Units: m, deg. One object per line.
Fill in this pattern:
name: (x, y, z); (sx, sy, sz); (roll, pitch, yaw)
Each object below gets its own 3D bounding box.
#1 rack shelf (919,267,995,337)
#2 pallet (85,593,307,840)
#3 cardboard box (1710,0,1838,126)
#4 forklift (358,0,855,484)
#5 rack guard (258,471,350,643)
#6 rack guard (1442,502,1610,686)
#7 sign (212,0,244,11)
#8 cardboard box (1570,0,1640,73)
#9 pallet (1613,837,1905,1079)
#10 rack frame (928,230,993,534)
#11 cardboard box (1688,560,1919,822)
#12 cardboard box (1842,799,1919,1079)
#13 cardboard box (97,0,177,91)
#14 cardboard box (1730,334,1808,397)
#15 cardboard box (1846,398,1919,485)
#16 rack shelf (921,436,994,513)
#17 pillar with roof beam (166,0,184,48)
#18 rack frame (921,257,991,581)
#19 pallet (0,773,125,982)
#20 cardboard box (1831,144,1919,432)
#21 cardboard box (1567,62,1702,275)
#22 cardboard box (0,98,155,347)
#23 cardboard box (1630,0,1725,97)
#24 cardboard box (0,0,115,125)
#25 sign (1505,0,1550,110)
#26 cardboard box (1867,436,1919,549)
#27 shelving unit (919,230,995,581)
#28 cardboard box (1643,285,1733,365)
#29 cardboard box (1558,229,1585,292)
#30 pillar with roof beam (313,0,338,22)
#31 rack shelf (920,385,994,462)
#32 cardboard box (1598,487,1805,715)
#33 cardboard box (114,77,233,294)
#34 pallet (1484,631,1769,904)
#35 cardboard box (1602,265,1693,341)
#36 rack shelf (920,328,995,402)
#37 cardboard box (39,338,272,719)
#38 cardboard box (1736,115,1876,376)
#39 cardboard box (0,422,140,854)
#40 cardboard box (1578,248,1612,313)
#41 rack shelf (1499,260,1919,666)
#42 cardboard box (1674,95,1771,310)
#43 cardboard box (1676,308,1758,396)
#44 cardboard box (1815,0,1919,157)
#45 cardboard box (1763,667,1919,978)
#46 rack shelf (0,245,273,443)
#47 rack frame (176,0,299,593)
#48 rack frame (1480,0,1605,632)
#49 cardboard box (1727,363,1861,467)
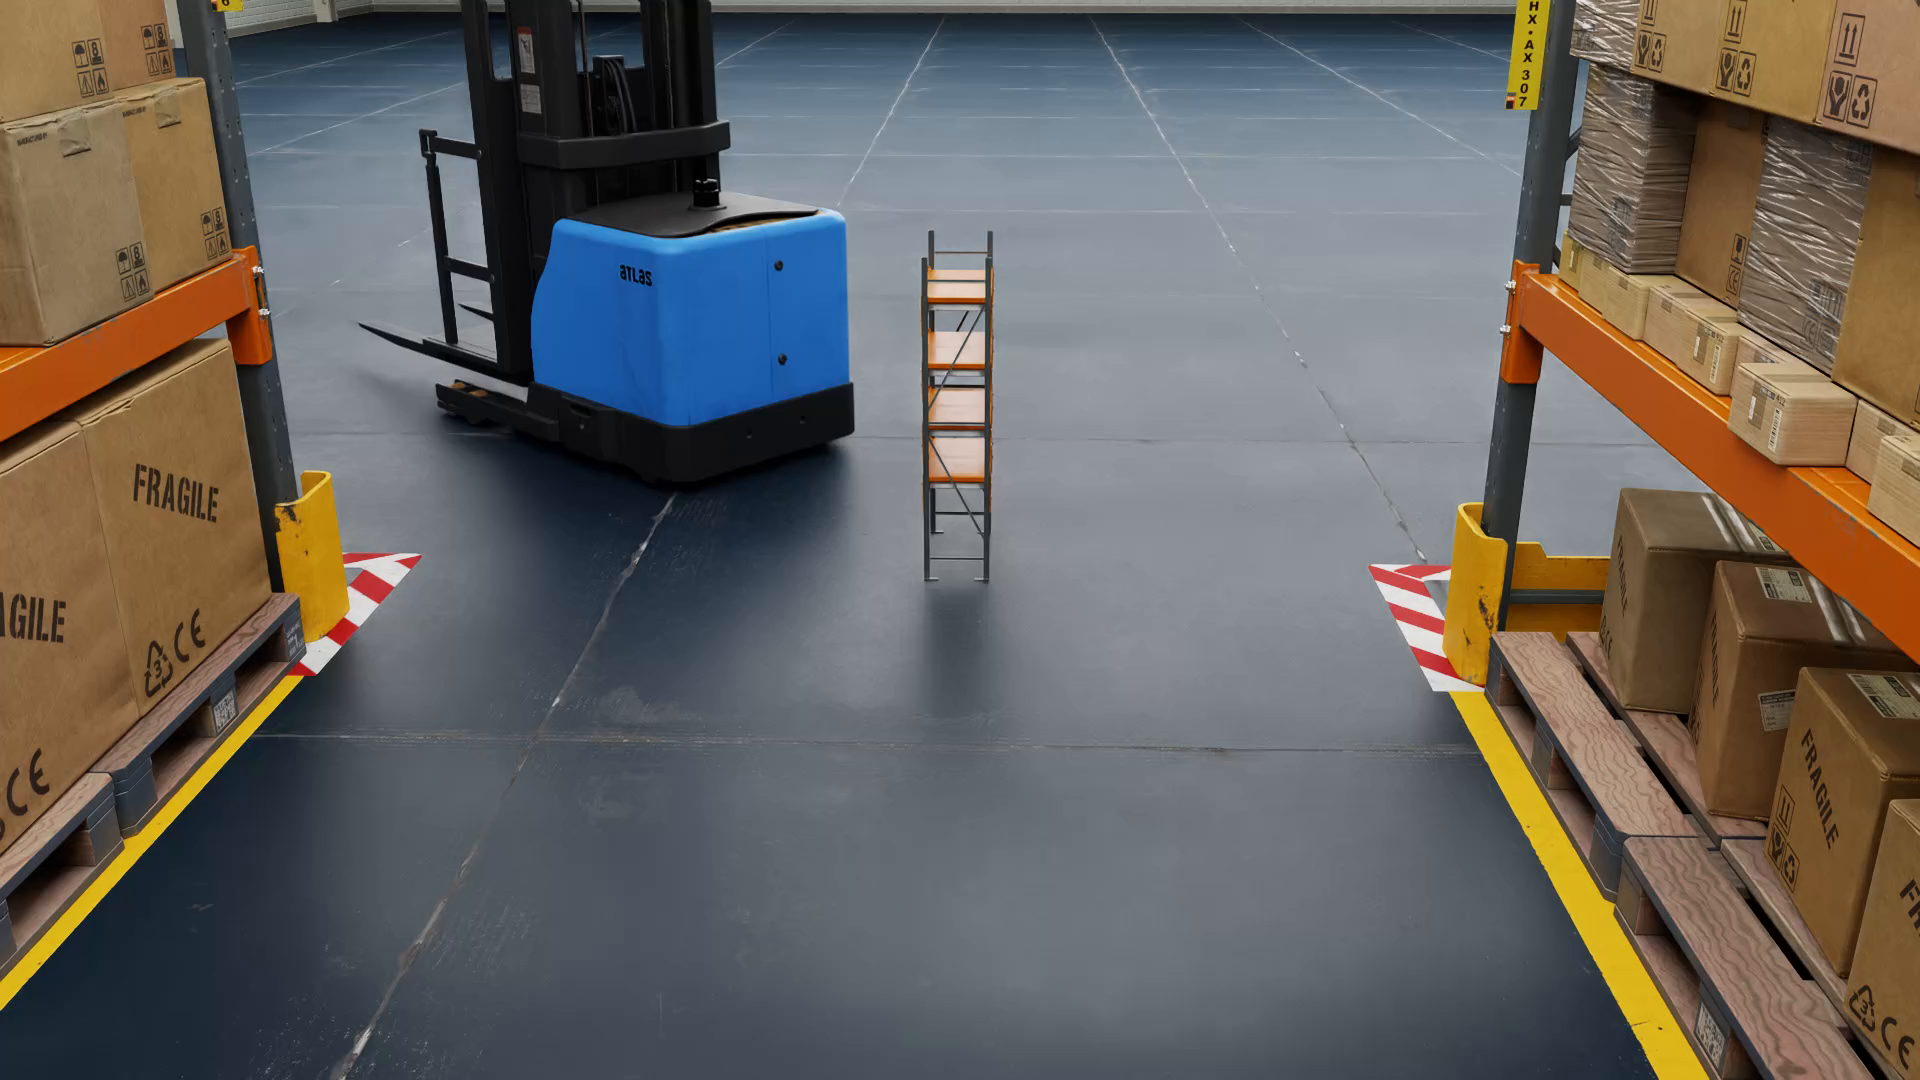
rack shelf: (-0.005, -0.866, 6.015); (0.258, 0.148, 0.480); (1, 21, 2)
pallet: (-2.696, 0.484, 4.991); (1.003, 0.211, 1.213); (1, 21, 2)
cardboard box: (1.880, -1.109, 3.310); (0.500, 0.500, 0.500); (1, 21, 2)
forklift: (-1.900, -2.038, 7.729); (3.031, 2.935, 1.130); (19, 28, 40)
rack guard: (-2.749, 0.050, 5.708); (1.175, 0.500, 0.348); (1, 21, 2)
rack guard: (2.202, 0.178, 5.380); (1.175, 0.500, 0.348); (1, 21, 2)
sign: (-2.208, -1.746, 4.953); (0.100, 0.325, 0.005); (1, 21, 2)
cardboard box: (1.916, -1.471, 4.241); (0.500, 0.500, 0.500); (1, 21, 2)
pallet: (2.102, 1.046, 3.543); (1.003, 0.211, 1.213); (1, 21, 2)
rack frame: (0.002, -0.588, 6.385); (0.240, 1.200, 0.015); (1, 21, 2)
cardboard box: (2.185, 0.396, 4.236); (0.500, 0.500, 0.500); (6, 22, 16)
cardboard box: (2.085, 0.824, 3.134); (0.500, 0.500, 0.500); (-1, 21, -3)
cardboard box: (-2.800, -1.546, 4.667); (0.875, 0.550, 0.550); (1, 21, 2)
cardboard box: (1.926, -0.346, 3.621); (0.380, 0.149, 0.250); (1, 21, 2)
cardboard box: (1.940, -0.165, 3.154); (0.380, 0.149, 0.250); (1, 21, 2)
rack shelf: (-0.005, -0.252, 6.254); (0.258, 0.148, 0.480); (1, 21, 2)
pillar with roof beam: (-8.551, -12.363, 25.951); (9.100, 9.000, 0.400); (1, 21, 2)
rack frame: (-0.012, -0.411, 5.930); (0.240, 1.200, 0.015); (1, 21, 2)
pallet: (-2.736, 0.924, 3.857); (1.003, 0.211, 1.213); (1, 21, 2)
cardboard box: (2.180, -0.459, 3.016); (0.875, 0.500, 0.500); (1, 21, 2)
cardboard box: (2.161, -1.002, 4.415); (0.875, 0.500, 0.500); (1, 21, 2)
cardboard box: (-2.711, -0.843, 4.346); (0.875, 0.550, 0.550); (1, 21, 2)
cardboard box: (1.893, -1.290, 3.776); (0.500, 0.500, 0.500); (1, 21, 2)
cardboard box: (-2.724, -1.346, 4.151); (0.875, 0.550, 0.550); (1, 21, 2)
sign: (1.662, -1.425, 4.858); (0.100, 0.325, 0.005); (1, 21, 2)
cardboard box: (1.856, -0.075, 2.923); (0.380, 0.149, 0.250); (1, 21, 2)
shelving unit: (-0.005, -0.500, 6.158); (0.258, 1.200, 0.503); (1, 21, 2)
cardboard box: (1.922, -0.527, 4.087); (0.380, 0.149, 0.250); (1, 21, 2)
cardboard box: (1.958, -0.798, 4.786); (0.380, 0.149, 0.250); (1, 21, 2)
pillar with roof beam: (-8.369, -14.532, 31.542); (9.100, 9.000, 0.400); (1, 21, 2)
rack shelf: (-0.005, -0.437, 6.182); (0.258, 0.148, 0.480); (1, 21, 2)
cardboard box: (2.169, 0.180, 4.794); (0.500, 0.500, 0.500); (5, 22, 12)
cardboard box: (-2.716, -1.042, 4.860); (0.875, 0.550, 0.550); (1, 21, 2)
pallet: (2.142, 0.606, 4.676); (1.003, 0.211, 1.213); (1, 21, 2)
cardboard box: (1.908, -0.617, 4.321); (0.380, 0.149, 0.250); (1, 21, 2)
rack shelf: (-0.005, -0.645, 6.101); (0.258, 0.148, 0.480); (1, 21, 2)
cardboard box: (-2.704, -0.066, 4.908); (0.875, 0.875, 0.875); (1, 21, 2)
cardboard box: (2.207, -0.640, 3.481); (0.875, 0.500, 0.500); (1, 21, 2)
cardboard box: (-2.729, 0.252, 4.088); (0.875, 0.875, 0.875); (0, 21, 1)
cardboard box: (1.931, -0.708, 4.553); (0.380, 0.149, 0.250); (1, 21, 2)
rack shelf: (2.144, 0.043, 3.265); (1.077, 0.370, 4.000); (1, 21, 2)
cardboard box: (2.265, -0.820, 3.946); (0.875, 0.500, 0.500); (1, 21, 2)
cardboard box: (1.907, -0.436, 3.854); (0.380, 0.149, 0.250); (1, 21, 2)
cardboard box: (1.870, -0.928, 2.844); (0.500, 0.500, 0.500); (1, 21, 2)
cardboard box: (2.147, 0.623, 3.653); (0.500, 0.500, 0.500); (3, 21, 7)
rack shelf: (-2.811, -0.048, 3.500); (1.077, 0.370, 4.000); (1, 21, 2)
rack frame: (-2.750, -1.106, 5.234); (1.000, 3.000, 0.127); (1, 21, 2)
rack frame: (2.205, -1.015, 4.999); (1.000, 3.000, 0.127); (1, 21, 2)
cardboard box: (1.815, -0.256, 3.390); (0.380, 0.149, 0.250); (1, 21, 2)
